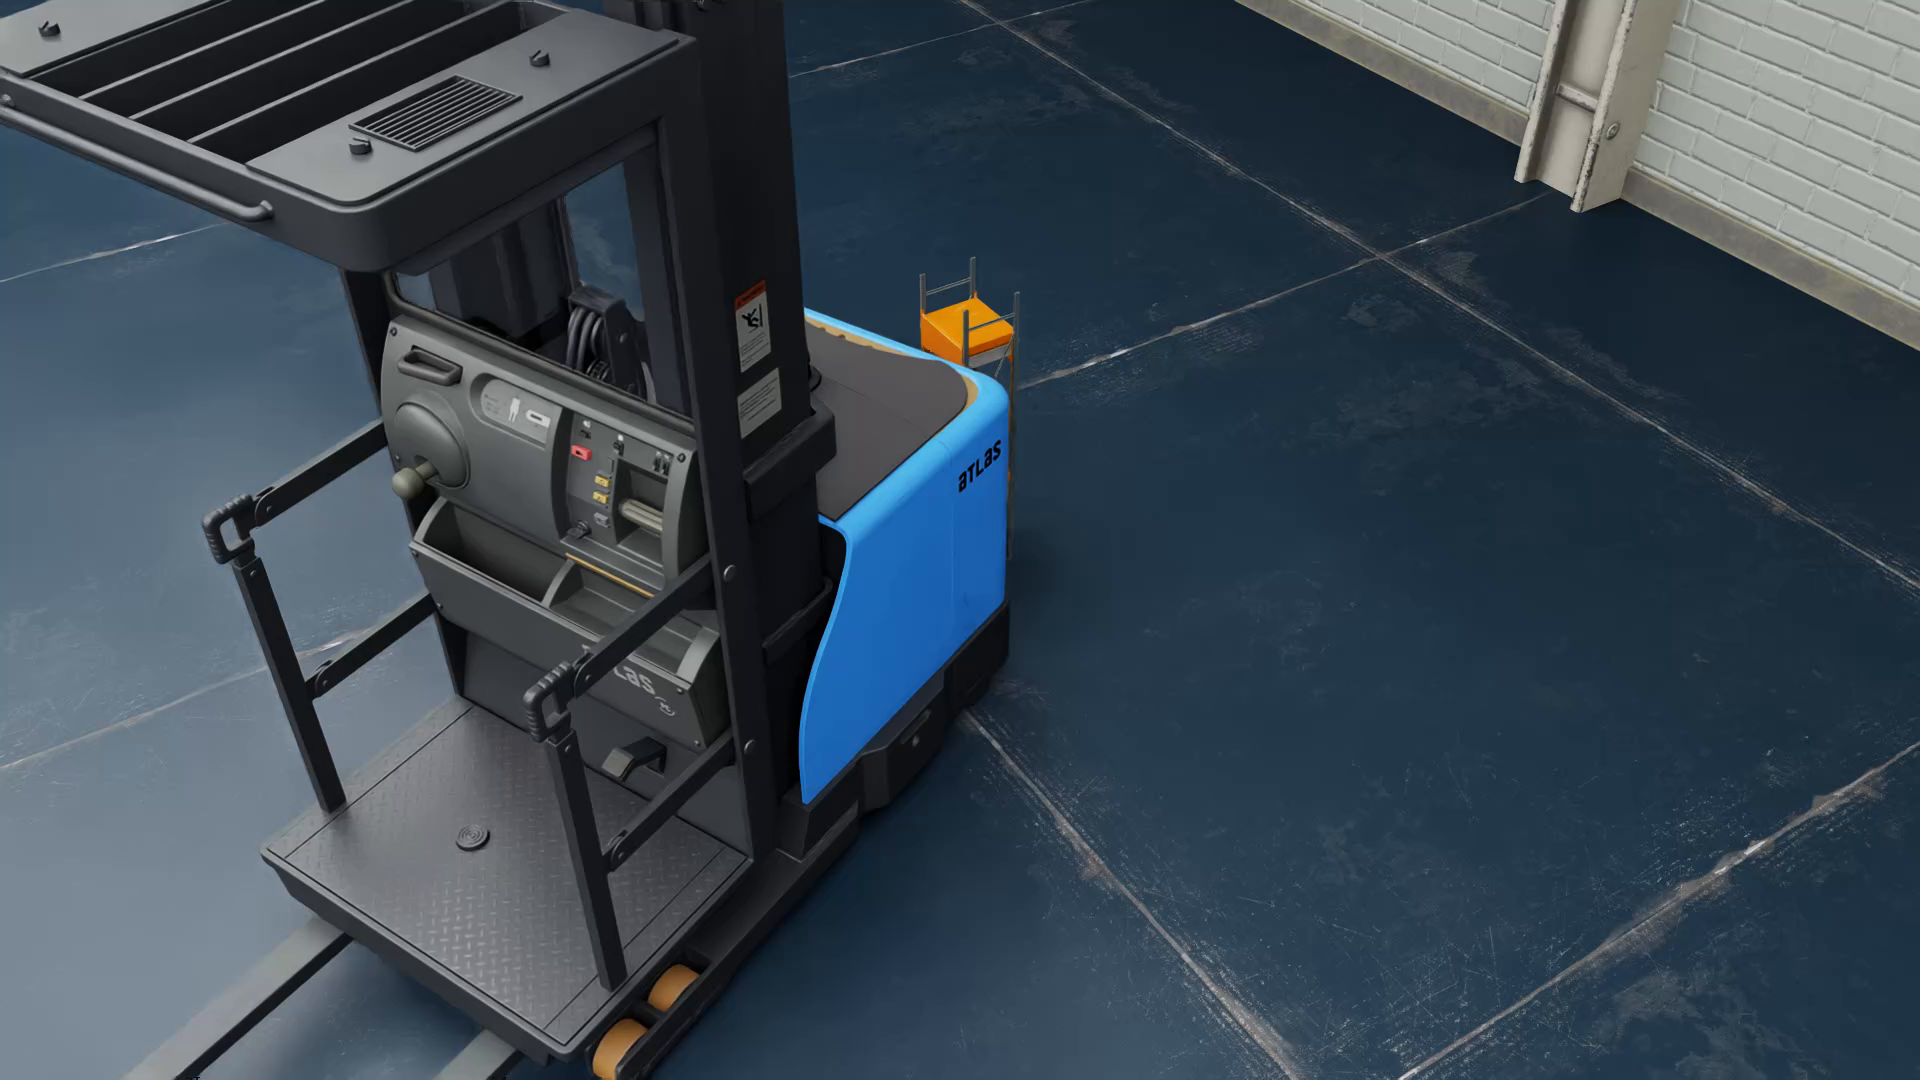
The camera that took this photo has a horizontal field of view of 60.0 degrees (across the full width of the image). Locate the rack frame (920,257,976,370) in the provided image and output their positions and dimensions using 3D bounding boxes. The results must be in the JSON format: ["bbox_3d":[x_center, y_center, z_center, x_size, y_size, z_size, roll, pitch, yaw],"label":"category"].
[{"bbox_3d":[-0.037,-0.440,5.458,0.200,1.050,0.008,-22,45,-24],"label":"rack frame"}]

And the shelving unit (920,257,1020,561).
[{"bbox_3d":[0.029,-0.374,5.379,0.215,1.050,0.252,-22,45,-24],"label":"shelving unit"}]

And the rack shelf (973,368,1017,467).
[{"bbox_3d":[0.029,-0.366,5.386,0.215,0.259,0.240,-22,45,-24],"label":"rack shelf"}]

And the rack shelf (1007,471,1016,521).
[{"bbox_3d":[0.029,-0.153,5.564,0.215,0.259,0.240,-22,45,-24],"label":"rack shelf"}]

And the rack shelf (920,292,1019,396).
[{"bbox_3d":[0.029,-0.584,5.204,0.215,0.259,0.240,-22,45,-24],"label":"rack shelf"}]

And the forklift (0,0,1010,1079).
[{"bbox_3d":[-1.083,-0.122,3.607,1.130,2.935,3.031,23,45,25],"label":"forklift"}]

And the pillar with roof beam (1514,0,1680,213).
[{"bbox_3d":[-0.806,-3.614,3.057,9.100,9.000,0.400,-22,45,-24],"label":"pillar with roof beam"}]

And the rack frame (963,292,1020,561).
[{"bbox_3d":[0.094,-0.309,5.300,0.200,1.050,0.008,-22,45,-24],"label":"rack frame"}]
